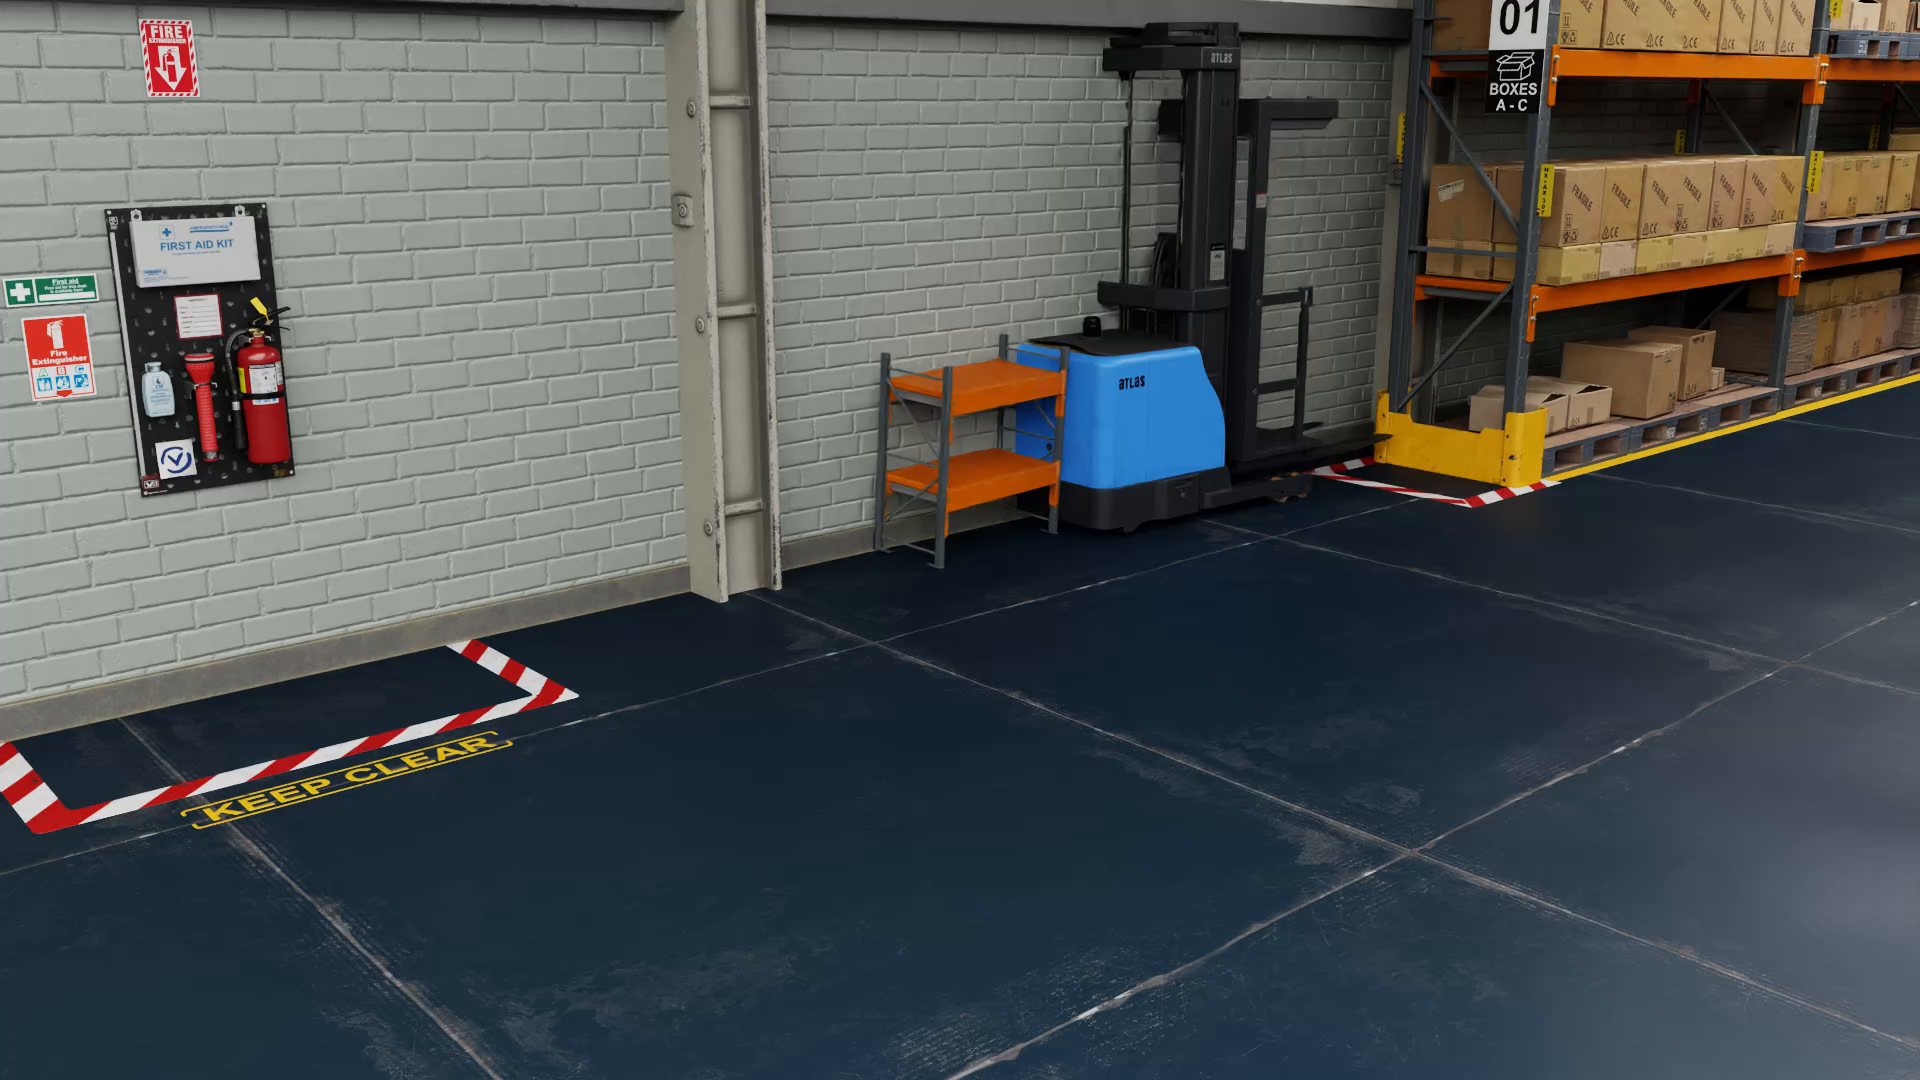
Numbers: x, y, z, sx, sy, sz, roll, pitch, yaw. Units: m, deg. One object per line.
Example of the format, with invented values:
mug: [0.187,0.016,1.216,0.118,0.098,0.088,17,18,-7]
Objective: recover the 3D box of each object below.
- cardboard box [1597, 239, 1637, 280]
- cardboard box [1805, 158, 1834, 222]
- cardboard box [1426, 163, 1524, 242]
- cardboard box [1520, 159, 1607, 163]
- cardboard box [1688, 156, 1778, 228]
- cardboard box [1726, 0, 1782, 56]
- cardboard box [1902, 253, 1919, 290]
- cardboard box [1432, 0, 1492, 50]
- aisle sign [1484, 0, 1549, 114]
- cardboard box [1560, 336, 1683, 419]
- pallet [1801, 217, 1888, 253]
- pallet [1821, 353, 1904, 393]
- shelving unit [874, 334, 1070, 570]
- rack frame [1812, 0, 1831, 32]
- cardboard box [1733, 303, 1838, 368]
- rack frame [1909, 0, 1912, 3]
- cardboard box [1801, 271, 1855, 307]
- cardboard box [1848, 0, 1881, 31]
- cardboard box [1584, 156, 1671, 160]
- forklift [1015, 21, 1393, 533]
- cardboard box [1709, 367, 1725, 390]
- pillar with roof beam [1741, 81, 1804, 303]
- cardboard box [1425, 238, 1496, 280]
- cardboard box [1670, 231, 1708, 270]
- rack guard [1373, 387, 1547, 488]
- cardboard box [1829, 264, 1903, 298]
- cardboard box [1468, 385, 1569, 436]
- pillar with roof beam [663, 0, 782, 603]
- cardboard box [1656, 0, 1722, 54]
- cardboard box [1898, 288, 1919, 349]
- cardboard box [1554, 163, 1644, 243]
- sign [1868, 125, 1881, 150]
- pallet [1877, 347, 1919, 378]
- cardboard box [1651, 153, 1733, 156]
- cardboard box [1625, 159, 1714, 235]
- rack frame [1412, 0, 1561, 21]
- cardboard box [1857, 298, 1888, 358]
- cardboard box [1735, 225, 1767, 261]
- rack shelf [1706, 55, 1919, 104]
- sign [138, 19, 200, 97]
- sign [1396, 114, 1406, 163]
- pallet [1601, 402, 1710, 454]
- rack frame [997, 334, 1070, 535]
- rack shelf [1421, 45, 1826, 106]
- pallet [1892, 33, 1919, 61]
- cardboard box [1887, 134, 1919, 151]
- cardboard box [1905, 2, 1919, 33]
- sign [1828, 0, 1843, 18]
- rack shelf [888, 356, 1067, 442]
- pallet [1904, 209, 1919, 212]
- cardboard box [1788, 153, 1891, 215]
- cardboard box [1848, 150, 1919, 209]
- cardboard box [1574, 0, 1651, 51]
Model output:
cardboard box: [4.339,-1.968,11.558,0.500,0.250,0.500,-13,20,-41]
cardboard box: [6.804,-2.938,13.889,0.500,0.500,0.700,-13,19,-39]
cardboard box: [3.596,-2.340,11.497,0.500,0.500,0.500,-13,20,-40]
cardboard box: [4.369,-2.512,12.140,0.500,0.500,0.500,-13,20,-41]
cardboard box: [5.871,-2.671,12.734,0.500,0.500,0.500,-13,20,-40]
cardboard box: [5.789,-3.887,12.446,0.500,0.500,0.500,14,20,42]
cardboard box: [10.056,-2.538,16.791,0.750,0.750,0.750,-13,20,-40]
cardboard box: [3.529,-3.547,11.170,0.500,0.500,0.500,-11,18,-35]
aisle sign: [3.523,-3.105,10.524,0.004,0.787,0.394,-13,19,-39]
cardboard box: [4.977,-1.235,12.553,0.500,0.500,0.700,-14,21,-43]
pallet: [7.070,-2.606,14.064,1.213,0.211,1.003,-13,19,-39]
pallet: [7.905,-1.590,15.293,1.213,0.211,1.003,-13,19,-39]
shelving unit: [0.073,-0.531,9.500,0.538,1.125,1.048,17,22,38]
rack frame: [6.397,-5.495,12.886,0.127,3.000,1.000,-13,19,-39]
cardboard box: [7.299,-1.827,14.769,0.500,0.500,0.700,-13,20,-40]
rack frame: [9.415,-6.173,15.423,0.127,3.000,1.000,-13,19,-39]
cardboard box: [7.662,-2.256,14.923,0.500,0.250,0.500,-13,20,-41]
cardboard box: [7.327,-4.387,13.910,0.500,0.311,0.500,-12,19,-38]
cardboard box: [5.134,-2.687,12.797,0.500,0.500,0.500,-12,19,-38]
forklift: [1.652,-1.747,10.613,3.031,2.935,1.130,-12,19,-38]
cardboard box: [6.014,-1.344,13.608,0.380,0.166,0.250,13,20,40]
pillar with roof beam: [10.692,-5.283,12.091,0.400,9.000,9.100,-13,19,-39]
cardboard box: [3.605,-1.974,11.578,0.500,0.250,0.500,-12,19,-39]
cardboard box: [5.110,-2.139,12.196,0.500,0.250,0.500,-12,19,-39]
rack guard: [3.437,-0.725,11.494,0.348,0.500,1.175,-13,19,-39]
cardboard box: [8.435,-2.425,15.556,0.500,0.250,0.500,-12,19,-38]
cardboard box: [3.961,-0.933,11.787,0.500,0.311,0.500,13,20,41]
pillar with roof beam: [1.640,-3.250,4.481,0.400,9.000,9.100,-13,19,-39]
cardboard box: [5.004,-3.702,11.753,0.500,0.500,0.500,-11,19,-36]
cardboard box: [8.906,-2.147,15.968,0.500,0.500,0.700,-12,19,-39]
cardboard box: [4.317,-2.323,11.433,0.500,0.500,0.500,-13,19,-39]
sign: [9.048,-3.942,16.450,0.005,0.325,0.100,-13,19,-39]
pallet: [8.825,-1.795,16.062,1.213,0.211,1.003,-13,19,-39]
cardboard box: [5.906,-2.858,13.434,0.500,0.500,0.500,-13,20,-41]
cardboard box: [5.092,-2.499,12.093,0.500,0.500,0.500,-12,19,-38]
rack frame: [3.380,-4.818,10.349,0.127,3.000,1.000,-13,19,-39]
cardboard box: [8.085,-1.993,15.391,0.500,0.500,0.700,-13,20,-40]
cardboard box: [5.858,-2.312,12.846,0.500,0.250,0.500,-13,19,-39]
rack shelf: [7.906,-4.038,14.634,4.000,0.370,1.077,-13,19,-39]
sign: [-3.147,-1.917,6.622,0.199,0.298,0.001,-13,19,-39]
sign: [3.031,-2.743,11.351,0.005,0.325,0.100,-13,19,-39]
pallet: [4.993,-0.921,12.791,1.213,0.211,1.003,-13,19,-39]
rack frame: [0.407,-0.628,9.871,0.500,1.125,0.032,17,22,38]
rack shelf: [4.889,-3.360,12.098,4.000,0.370,1.077,-13,19,-39]
pallet: [7.714,-4.216,14.271,1.003,0.211,1.213,-13,19,-39]
cardboard box: [8.941,-3.727,15.588,0.380,0.149,0.250,12,19,38]
cardboard box: [8.376,-4.582,15.040,0.637,0.503,0.797,-9,18,-32]
sign: [6.759,-4.192,12.816,0.005,0.325,0.100,-13,19,-39]
rack shelf: [0.087,-0.811,9.414,0.538,0.278,1.000,17,22,38]
pallet: [8.947,-3.041,15.692,1.003,0.211,1.213,-13,19,-39]
cardboard box: [7.706,-3.148,14.678,0.500,0.500,0.700,-10,18,-32]
cardboard box: [8.663,-3.354,15.448,0.700,0.500,0.500,14,20,42]
cardboard box: [4.225,-3.519,11.065,0.500,0.500,0.500,-11,19,-36]
